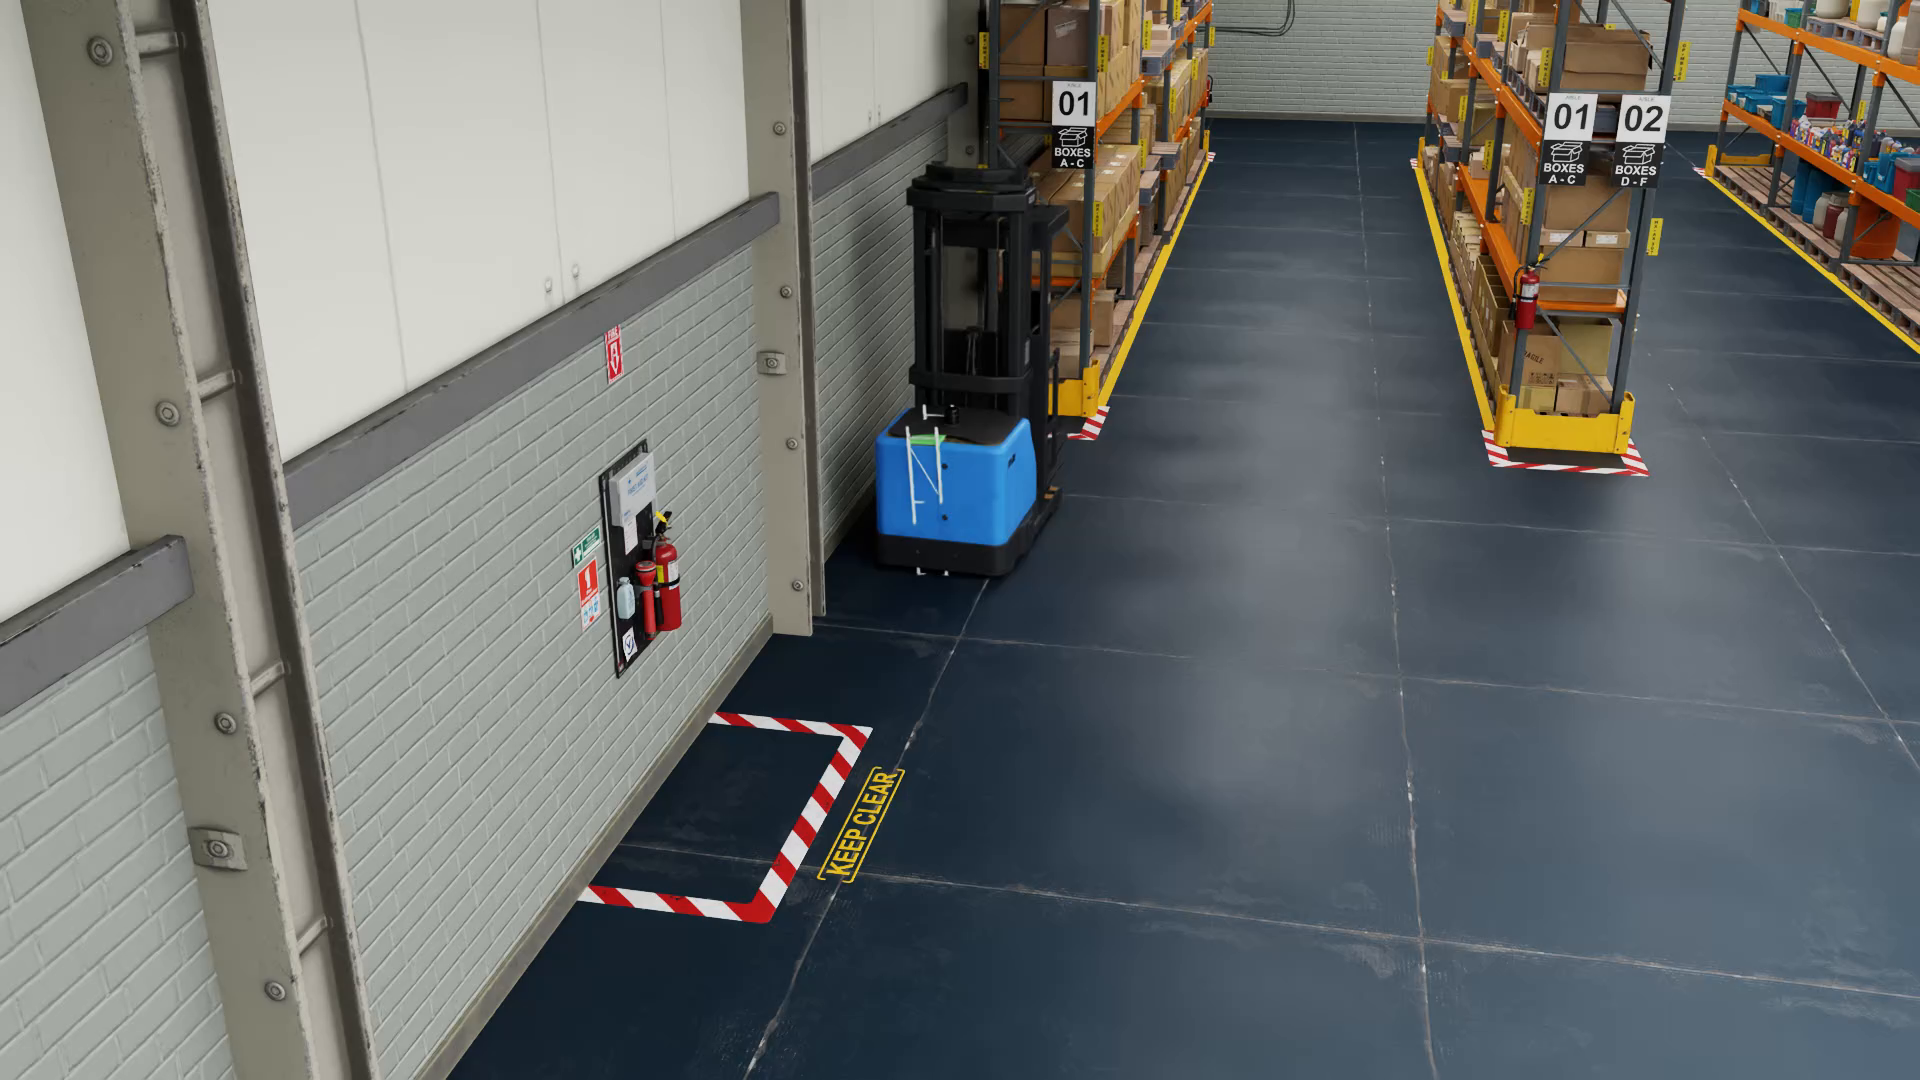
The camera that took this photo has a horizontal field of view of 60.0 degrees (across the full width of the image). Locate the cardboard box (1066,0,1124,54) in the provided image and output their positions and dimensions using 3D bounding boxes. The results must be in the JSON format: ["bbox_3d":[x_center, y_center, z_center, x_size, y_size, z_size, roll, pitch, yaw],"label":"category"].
[{"bbox_3d":[1.329,-5.074,16.422,0.500,0.500,0.500,5,22,12],"label":"cardboard box"}]

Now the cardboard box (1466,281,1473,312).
[{"bbox_3d":[6.234,-2.852,19.539,0.500,0.250,0.500,4,22,10],"label":"cardboard box"}]

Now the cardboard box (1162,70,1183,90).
[{"bbox_3d":[3.050,-6.853,24.792,0.500,0.250,0.500,4,22,10],"label":"cardboard box"}]

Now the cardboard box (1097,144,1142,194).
[{"bbox_3d":[1.790,-4.226,19.003,0.500,0.500,0.500,4,22,11],"label":"cardboard box"}]

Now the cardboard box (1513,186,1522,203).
[{"bbox_3d":[5.930,-3.551,17.154,0.380,0.149,0.250,4,22,9],"label":"cardboard box"}]

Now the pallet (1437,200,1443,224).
[{"bbox_3d":[7.937,-5.091,25.712,1.003,0.211,1.213,4,22,11],"label":"pallet"}]

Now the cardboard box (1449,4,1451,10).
[{"bbox_3d":[8.017,-8.387,26.348,0.500,0.250,0.500,4,22,11],"label":"cardboard box"}]

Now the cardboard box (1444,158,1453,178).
[{"bbox_3d":[7.525,-5.553,24.880,0.500,0.250,0.500,5,22,11],"label":"cardboard box"}]

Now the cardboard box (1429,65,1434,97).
[{"bbox_3d":[8.534,-8.052,29.197,0.500,0.500,0.500,5,22,12],"label":"cardboard box"}]

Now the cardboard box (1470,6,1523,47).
[{"bbox_3d":[7.306,-6.822,22.128,0.910,0.500,0.500,4,22,11],"label":"cardboard box"}]

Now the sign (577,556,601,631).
[{"bbox_3d":[-1.916,0.279,8.599,0.001,0.329,0.234,4,22,11],"label":"sign"}]

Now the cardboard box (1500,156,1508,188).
[{"bbox_3d":[6.714,-4.278,19.826,0.500,0.500,0.500,6,23,15],"label":"cardboard box"}]

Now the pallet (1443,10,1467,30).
[{"bbox_3d":[7.864,-7.756,24.833,1.213,0.211,1.003,4,22,11],"label":"pallet"}]

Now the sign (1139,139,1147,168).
[{"bbox_3d":[2.116,-4.498,19.349,0.100,0.325,0.005,4,22,11],"label":"sign"}]

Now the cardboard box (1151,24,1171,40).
[{"bbox_3d":[2.517,-6.674,21.986,0.500,0.311,0.500,4,22,11],"label":"cardboard box"}]

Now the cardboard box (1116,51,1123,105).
[{"bbox_3d":[1.327,-4.607,16.601,0.500,0.500,0.500,6,23,13],"label":"cardboard box"}]

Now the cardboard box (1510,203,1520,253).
[{"bbox_3d":[6.142,-3.266,17.314,0.700,0.500,0.500,5,22,12],"label":"cardboard box"}]

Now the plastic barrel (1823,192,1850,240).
[{"bbox_3d":[12.412,-4.512,23.208,0.600,0.588,0.708,4,22,11],"label":"plastic barrel"}]

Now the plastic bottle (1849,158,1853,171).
[{"bbox_3d":[11.805,-4.972,21.950,0.097,0.201,0.097,0,22,0],"label":"plastic bottle"}]

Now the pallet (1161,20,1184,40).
[{"bbox_3d":[2.479,-7.142,23.308,1.213,0.211,1.003,6,23,13],"label":"pallet"}]

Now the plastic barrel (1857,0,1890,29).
[{"bbox_3d":[12.312,-7.152,22.338,0.433,0.535,0.433,0,22,0],"label":"plastic barrel"}]

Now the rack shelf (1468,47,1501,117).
[{"bbox_3d":[6.842,-5.548,20.062,1.077,0.370,4.000,4,22,11],"label":"rack shelf"}]

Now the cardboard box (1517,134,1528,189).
[{"bbox_3d":[6.145,-3.876,17.093,0.700,0.500,0.500,4,22,11],"label":"cardboard box"}]

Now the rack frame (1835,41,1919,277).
[{"bbox_3d":[12.098,-4.843,21.363,1.000,3.000,0.127,4,22,11],"label":"rack frame"}]

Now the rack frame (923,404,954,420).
[{"bbox_3d":[-0.130,-0.476,12.866,0.240,1.200,0.015,2,24,14],"label":"rack frame"}]

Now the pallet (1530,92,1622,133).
[{"bbox_3d":[5.787,-3.903,15.133,1.003,0.211,1.213,4,22,11],"label":"pallet"}]

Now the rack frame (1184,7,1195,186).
[{"bbox_3d":[3.216,-7.061,26.871,1.000,3.000,0.127,4,22,11],"label":"rack frame"}]

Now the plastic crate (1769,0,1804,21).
[{"bbox_3d":[12.976,-8.318,26.136,0.437,0.282,0.530,4,22,11],"label":"plastic crate"}]

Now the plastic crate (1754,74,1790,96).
[{"bbox_3d":[13.845,-7.676,28.271,0.616,0.435,0.499,4,22,11],"label":"plastic crate"}]

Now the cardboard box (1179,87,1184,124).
[{"bbox_3d":[3.066,-6.513,24.952,0.500,0.500,0.500,5,22,12],"label":"cardboard box"}]

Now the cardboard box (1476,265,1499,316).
[{"bbox_3d":[5.938,-2.697,18.150,0.500,0.500,0.500,4,22,11],"label":"cardboard box"}]

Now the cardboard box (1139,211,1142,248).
[{"bbox_3d":[2.085,-4.196,22.514,0.700,0.500,0.500,4,22,11],"label":"cardboard box"}]

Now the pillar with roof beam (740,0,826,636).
[{"bbox_3d":[3.053,-3.255,9.389,9.100,9.000,0.400,4,22,11],"label":"pillar with roof beam"}]

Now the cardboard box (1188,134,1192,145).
[{"bbox_3d":[3.717,-6.774,28.074,0.380,0.149,0.250,5,23,13],"label":"cardboard box"}]

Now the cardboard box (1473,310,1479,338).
[{"bbox_3d":[5.935,-2.349,18.290,0.500,0.250,0.500,4,22,11],"label":"cardboard box"}]

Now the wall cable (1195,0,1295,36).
[{"bbox_3d":[5.536,-11.908,35.031,3.097,2.526,0.112,4,22,11],"label":"wall cable"}]

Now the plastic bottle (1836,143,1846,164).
[{"bbox_3d":[11.931,-5.231,22.500,0.097,0.271,0.097,0,22,0],"label":"plastic bottle"}]

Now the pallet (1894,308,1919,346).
[{"bbox_3d":[11.404,-2.377,18.973,1.003,0.211,1.213,4,22,11],"label":"pallet"}]

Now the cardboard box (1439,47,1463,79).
[{"bbox_3d":[8.121,-7.772,27.163,0.500,0.500,0.500,5,22,11],"label":"cardboard box"}]

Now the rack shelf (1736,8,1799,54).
[{"bbox_3d":[13.323,-8.095,26.386,1.077,0.370,4.000,4,22,11],"label":"rack shelf"}]

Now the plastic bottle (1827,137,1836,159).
[{"bbox_3d":[11.996,-5.387,22.871,0.061,0.283,0.133,4,22,11],"label":"plastic bottle"}]

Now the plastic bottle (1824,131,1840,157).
[{"bbox_3d":[12.070,-5.474,22.995,0.144,0.351,0.185,4,22,11],"label":"plastic bottle"}]

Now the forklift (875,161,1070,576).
[{"bbox_3d":[0.241,-1.611,13.430,1.130,2.935,3.031,6,23,15],"label":"forklift"}]

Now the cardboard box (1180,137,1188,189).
[{"bbox_3d":[3.210,-6.011,26.579,0.750,0.750,0.750,5,22,12],"label":"cardboard box"}]

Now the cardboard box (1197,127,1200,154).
[{"bbox_3d":[3.987,-7.296,30.237,0.700,0.500,0.500,4,22,11],"label":"cardboard box"}]

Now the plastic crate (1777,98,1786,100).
[{"bbox_3d":[13.668,-7.257,27.631,0.396,0.136,0.243,4,22,11],"label":"plastic crate"}]

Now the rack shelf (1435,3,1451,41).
[{"bbox_3d":[8.474,-8.474,27.327,1.077,0.370,4.000,4,22,11],"label":"rack shelf"}]

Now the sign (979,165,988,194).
[{"bbox_3d":[0.228,-3.406,15.822,0.100,0.325,0.005,4,22,11],"label":"sign"}]

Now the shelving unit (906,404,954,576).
[{"bbox_3d":[-0.187,-0.377,12.651,0.258,1.200,0.503,2,24,14],"label":"shelving unit"}]

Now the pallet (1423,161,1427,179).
[{"bbox_3d":[8.705,-6.535,29.297,1.003,0.211,1.213,4,22,11],"label":"pallet"}]

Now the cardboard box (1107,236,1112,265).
[{"bbox_3d":[1.270,-2.957,16.856,0.500,0.250,0.500,4,22,9],"label":"cardboard box"}]

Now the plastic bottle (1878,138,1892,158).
[{"bbox_3d":[12.786,-5.426,22.978,0.152,0.276,0.135,4,22,11],"label":"plastic bottle"}]

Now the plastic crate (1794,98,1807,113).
[{"bbox_3d":[13.406,-6.823,26.358,0.437,0.282,0.530,4,22,11],"label":"plastic crate"}]

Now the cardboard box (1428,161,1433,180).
[{"bbox_3d":[8.058,-6.146,27.609,0.500,0.311,0.500,4,22,11],"label":"cardboard box"}]

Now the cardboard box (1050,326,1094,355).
[{"bbox_3d":[1.113,-2.084,17.523,0.500,0.311,0.500,6,23,15],"label":"cardboard box"}]
